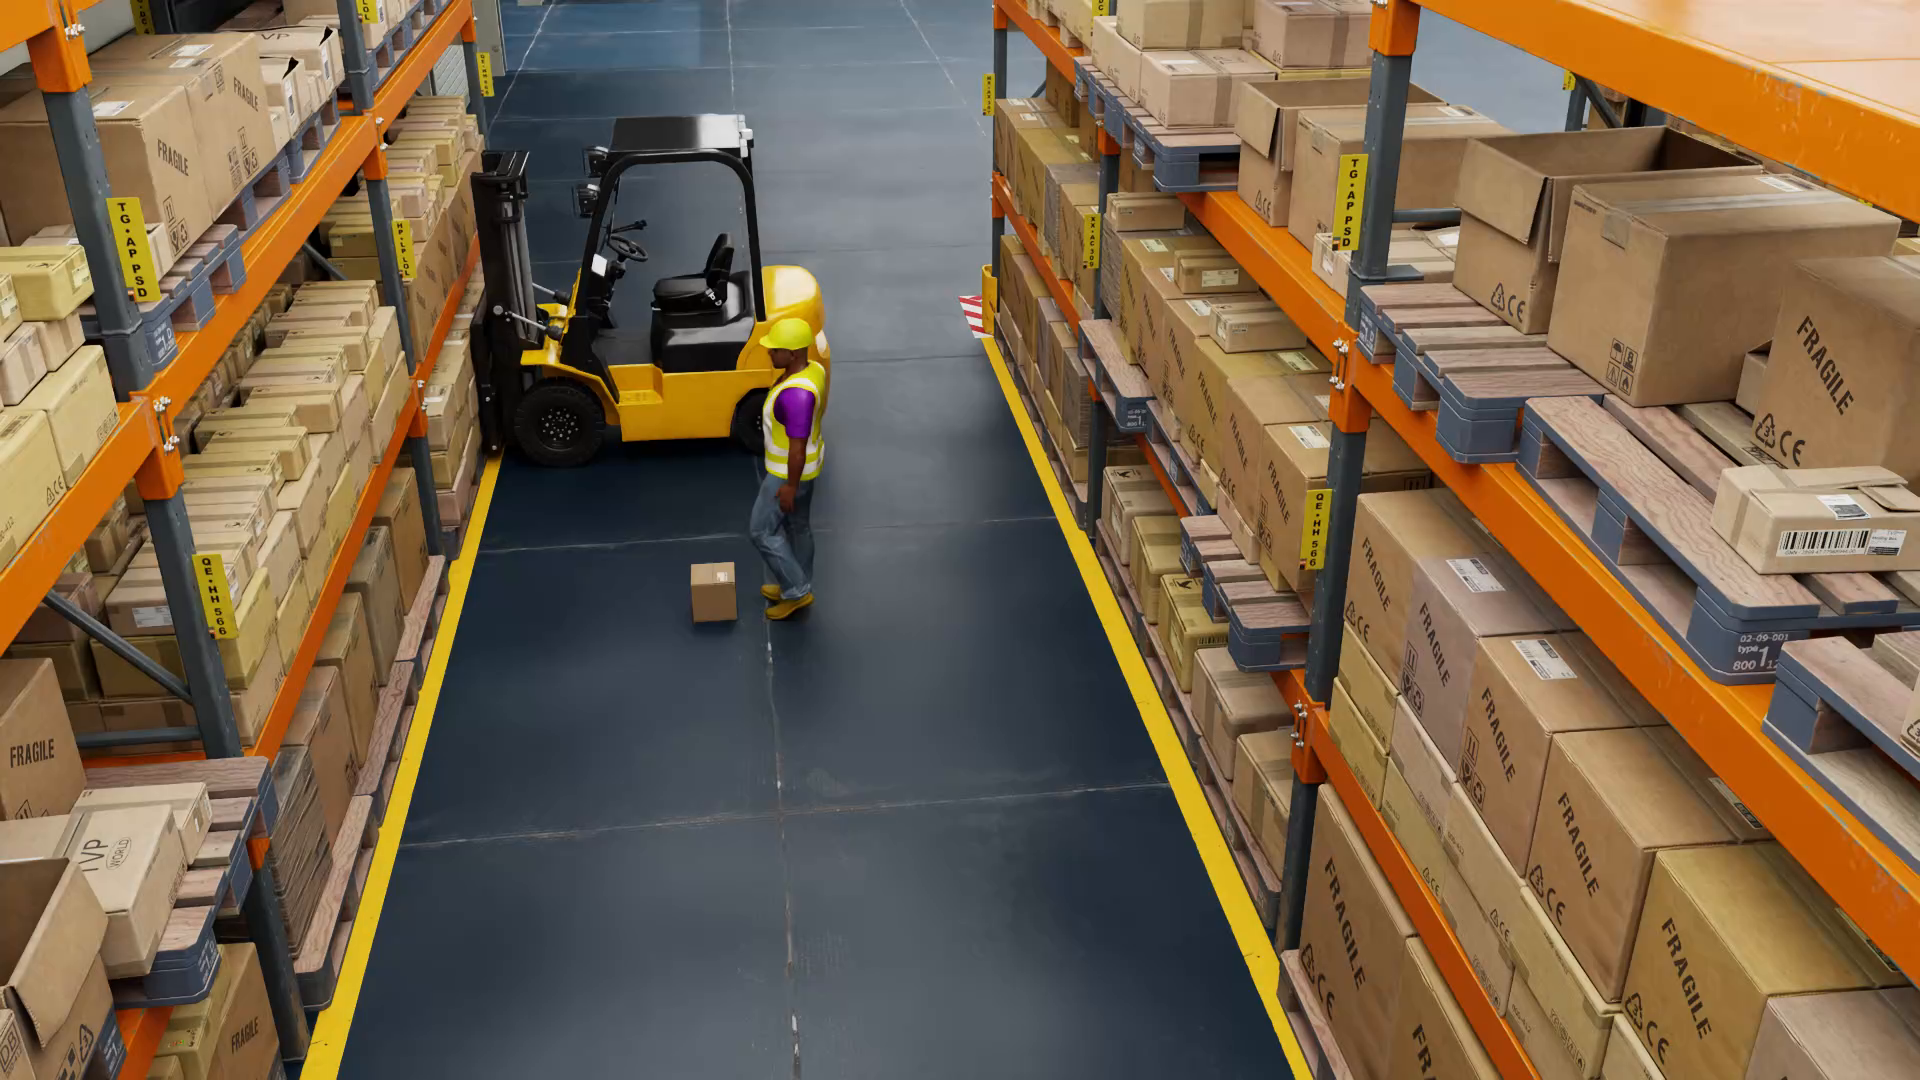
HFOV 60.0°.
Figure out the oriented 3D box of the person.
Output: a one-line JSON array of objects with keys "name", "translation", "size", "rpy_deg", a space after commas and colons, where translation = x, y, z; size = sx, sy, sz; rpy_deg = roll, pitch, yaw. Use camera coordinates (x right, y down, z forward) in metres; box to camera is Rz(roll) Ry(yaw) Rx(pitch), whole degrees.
[{"name": "person", "translation": [-0.967, -0.416, 9.397], "size": [0.451, 1.774, 0.620], "rpy_deg": [3, 27, 5]}]
